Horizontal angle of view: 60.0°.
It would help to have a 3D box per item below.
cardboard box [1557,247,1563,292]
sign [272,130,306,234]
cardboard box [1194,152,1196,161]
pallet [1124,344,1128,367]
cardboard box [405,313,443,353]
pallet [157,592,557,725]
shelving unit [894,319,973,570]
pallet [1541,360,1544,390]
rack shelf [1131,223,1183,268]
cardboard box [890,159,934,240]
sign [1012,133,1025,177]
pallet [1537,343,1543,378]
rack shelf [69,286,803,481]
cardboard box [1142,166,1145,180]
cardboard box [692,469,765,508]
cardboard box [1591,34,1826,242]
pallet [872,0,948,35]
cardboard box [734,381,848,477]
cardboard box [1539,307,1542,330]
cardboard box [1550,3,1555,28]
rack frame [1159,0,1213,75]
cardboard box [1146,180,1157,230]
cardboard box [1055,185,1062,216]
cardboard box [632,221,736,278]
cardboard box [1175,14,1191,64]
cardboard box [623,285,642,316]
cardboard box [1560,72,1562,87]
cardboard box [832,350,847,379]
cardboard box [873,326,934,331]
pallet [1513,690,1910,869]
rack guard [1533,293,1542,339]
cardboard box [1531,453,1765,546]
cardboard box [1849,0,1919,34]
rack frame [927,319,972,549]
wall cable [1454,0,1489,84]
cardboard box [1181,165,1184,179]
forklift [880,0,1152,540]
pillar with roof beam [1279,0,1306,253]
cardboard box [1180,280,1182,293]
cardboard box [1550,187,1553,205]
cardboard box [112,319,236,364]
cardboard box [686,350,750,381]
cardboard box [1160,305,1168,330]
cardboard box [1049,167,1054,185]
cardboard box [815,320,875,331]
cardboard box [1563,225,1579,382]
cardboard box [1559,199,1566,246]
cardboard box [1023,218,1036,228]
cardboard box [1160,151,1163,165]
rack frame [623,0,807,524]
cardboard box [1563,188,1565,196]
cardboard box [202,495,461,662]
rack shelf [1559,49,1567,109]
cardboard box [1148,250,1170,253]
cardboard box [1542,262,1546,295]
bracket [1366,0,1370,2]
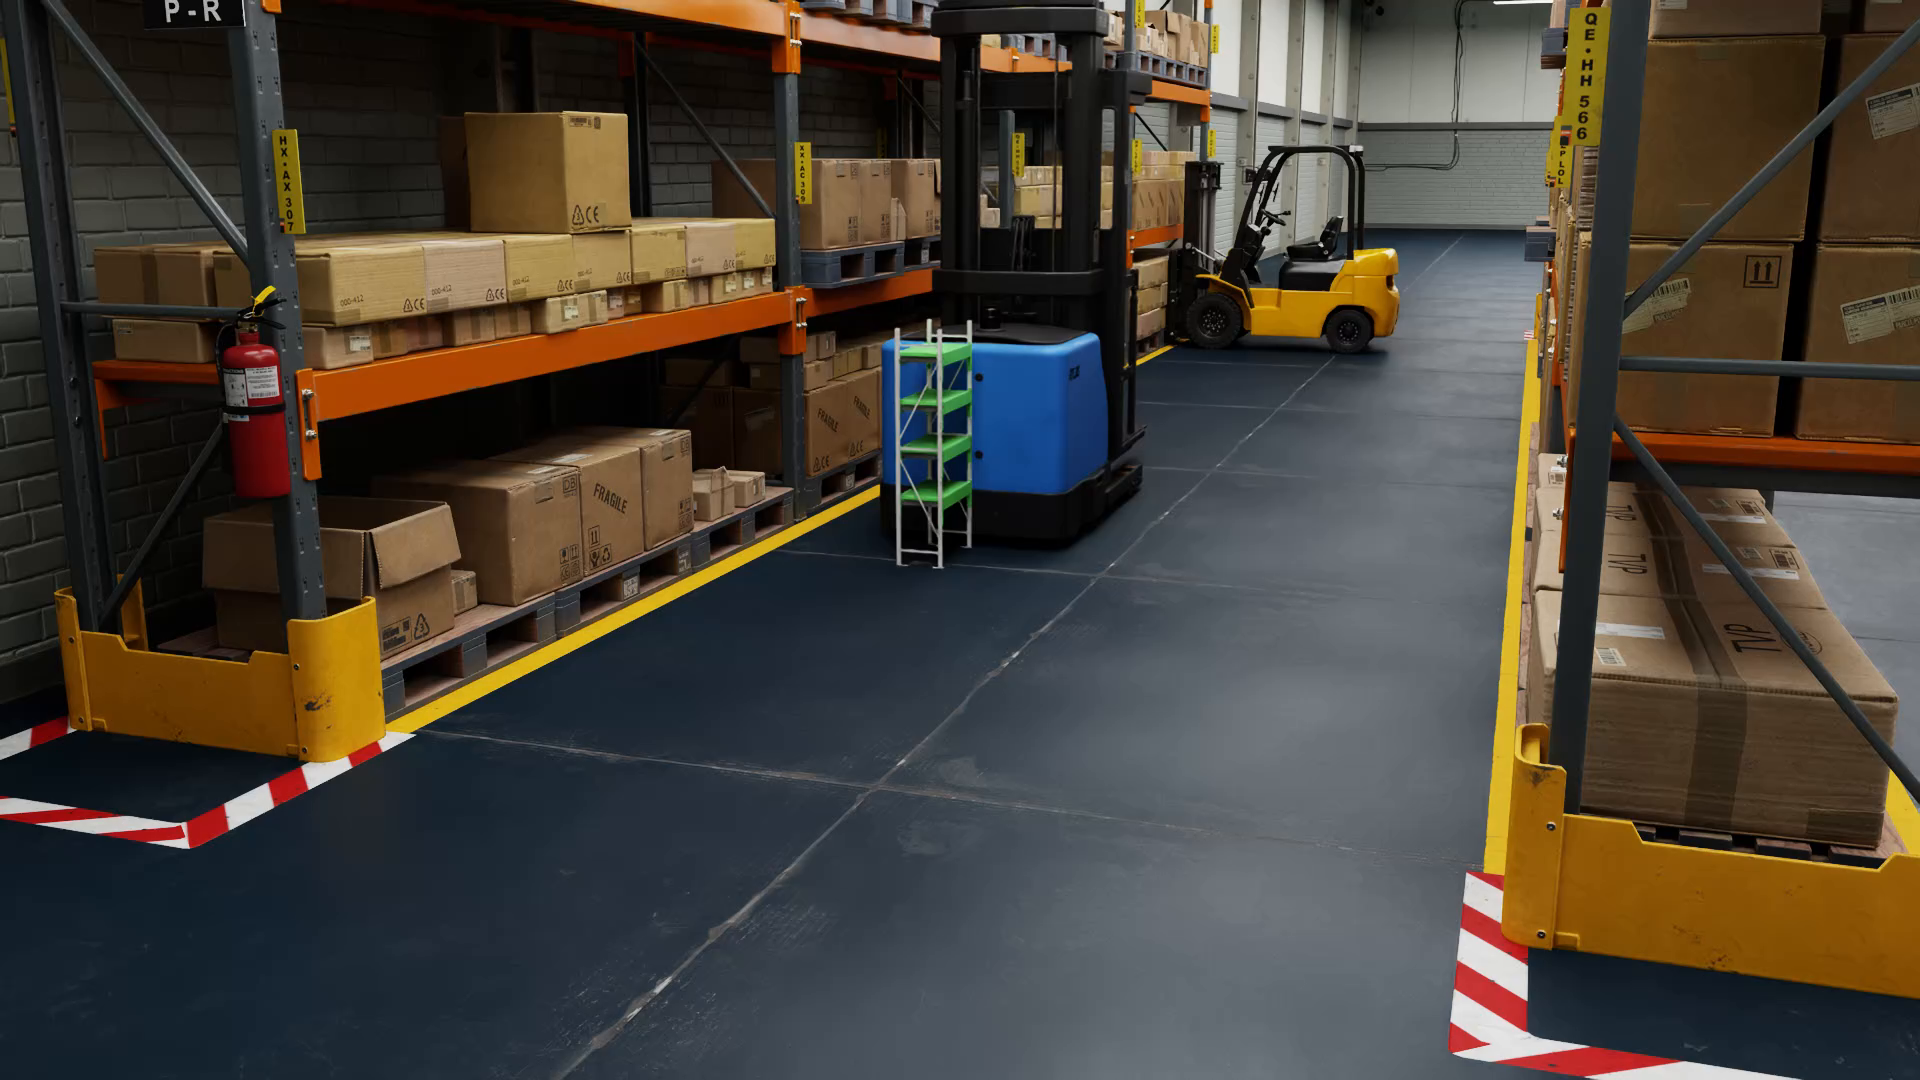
[{"bbox_3d":[3.402,-1.394,8.691,0.500,0.250,0.500,4,14,18],"label":"cardboard box"},{"bbox_3d":[-2.149,-1.145,5.316,0.100,0.325,0.005,4,14,18],"label":"sign"},{"bbox_3d":[2.598,-4.550,19.830,0.380,0.149,0.250,4,14,19],"label":"cardboard box"},{"bbox_3d":[1.019,-1.771,16.272,1.003,0.211,1.213,4,14,18],"label":"pallet"},{"bbox_3d":[-2.206,-0.803,6.331,0.380,0.149,0.250,4,14,18],"label":"cardboard box"},{"bbox_3d":[-2.381,0.414,6.700,1.003,0.211,1.213,4,14,18],"label":"pallet"},{"bbox_3d":[-0.129,-0.498,8.472,0.258,1.200,0.503,4,13,17],"label":"shelving unit"},{"bbox_3d":[5.667,-1.408,14.683,1.003,0.211,1.213,4,14,18],"label":"pallet"},{"bbox_3d":[1.867,-3.359,18.578,1.077,0.370,4.000,4,14,18],"label":"rack shelf"},{"bbox_3d":[-0.579,-2.217,10.793,0.700,0.500,0.500,4,14,18],"label":"cardboard box"},{"bbox_3d":[0.442,-2.935,12.681,0.100,0.325,0.005,4,14,18],"label":"sign"},{"bbox_3d":[6.102,-1.716,16.032,1.003,0.211,1.213,4,14,18],"label":"pallet"},{"bbox_3d":[-2.016,-0.832,7.509,1.077,0.370,4.000,4,14,18],"label":"rack shelf"},{"bbox_3d":[1.712,-3.813,17.270,0.380,0.149,0.250,4,14,18],"label":"cardboard box"},{"bbox_3d":[-1.271,-0.280,8.937,0.380,0.149,0.250,4,13,17],"label":"cardboard box"},{"bbox_3d":[1.966,-1.060,4.419,0.500,0.500,0.500,5,14,20],"label":"cardboard box"},{"bbox_3d":[-0.758,-3.325,10.498,1.213,0.211,1.003,4,14,18],"label":"pallet"},{"bbox_3d":[-0.999,-0.675,9.880,0.500,0.500,0.500,5,14,21],"label":"cardboard box"},{"bbox_3d":[6.517,-2.381,17.915,0.500,0.250,0.500,5,14,20],"label":"cardboard box"},{"bbox_3d":[5.186,-4.325,13.847,0.500,0.250,0.500,4,14,18],"label":"cardboard box"},{"bbox_3d":[2.514,-7.055,19.676,1.000,3.000,0.127,4,14,18],"label":"rack frame"},{"bbox_3d":[1.763,-3.522,17.455,0.500,0.500,0.500,5,14,19],"label":"cardboard box"},{"bbox_3d":[0.650,-2.907,14.195,0.500,0.250,0.500,4,13,17],"label":"cardboard box"},{"bbox_3d":[-1.450,-1.444,8.244,0.500,0.250,0.500,4,14,19],"label":"cardboard box"},{"bbox_3d":[2.176,-5.576,18.542,0.700,0.500,0.500,4,14,19],"label":"cardboard box"},{"bbox_3d":[-1.713,-1.128,7.753,0.380,0.149,0.250,5,14,19],"label":"cardboard box"},{"bbox_3d":[6.798,-5.067,18.272,0.380,0.149,0.250,4,14,18],"label":"cardboard box"},{"bbox_3d":[-0.912,-1.081,10.200,0.380,0.149,0.250,4,13,15],"label":"cardboard box"},{"bbox_3d":[-0.389,-1.409,11.637,0.380,0.149,0.250,4,13,18],"label":"cardboard box"},{"bbox_3d":[2.220,0.781,5.094,1.003,0.211,1.213,4,14,18],"label":"pallet"},{"bbox_3d":[7.188,-2.539,18.989,1.175,0.500,0.348,4,14,18],"label":"rack guard"},{"bbox_3d":[3.025,-0.078,7.404,0.875,0.438,0.875,4,13,18],"label":"cardboard box"},{"bbox_3d":[2.412,-1.312,4.067,0.380,0.149,0.250,5,14,20],"label":"cardboard box"},{"bbox_3d":[-0.055,-0.549,8.698,0.240,1.200,0.015,4,13,17],"label":"rack frame"},{"bbox_3d":[15.907,-14.569,48.223,3.097,2.526,0.112,4,14,18],"label":"wall cable"},{"bbox_3d":[2.338,-4.185,18.900,0.380,0.149,0.250,4,13,17],"label":"cardboard box"},{"bbox_3d":[0.501,-1.711,9.898,1.130,2.935,3.031,4,13,17],"label":"forklift"},{"bbox_3d":[11.334,-10.453,34.565,9.100,9.000,0.400,4,14,18],"label":"pillar with roof beam"},{"bbox_3d":[2.333,-2.898,19.057,0.500,0.250,0.500,4,13,17],"label":"cardboard box"},{"bbox_3d":[4.827,-2.820,12.764,0.500,0.500,0.500,3,13,15],"label":"cardboard box"},{"bbox_3d":[-2.809,-0.728,6.002,0.380,0.149,0.250,4,14,18],"label":"cardboard box"},{"bbox_3d":[-1.442,-1.060,10.108,0.380,0.149,0.250,4,14,18],"label":"cardboard box"},{"bbox_3d":[1.991,-2.448,18.207,0.500,0.250,0.500,5,14,19],"label":"cardboard box"},{"bbox_3d":[0.577,-3.080,14.059,0.380,0.149,0.250,5,14,19],"label":"cardboard box"},{"bbox_3d":[-0.830,-1.498,12.027,0.380,0.149,0.250,4,13,16],"label":"cardboard box"},{"bbox_3d":[2.275,-0.788,5.474,0.500,0.500,0.500,5,14,20],"label":"cardboard box"},{"bbox_3d":[3.559,-1.743,9.099,0.500,0.250,0.500,5,14,20],"label":"cardboard box"},{"bbox_3d":[0.301,-2.449,13.312,0.500,0.250,0.500,4,14,19],"label":"cardboard box"},{"bbox_3d":[2.010,-4.175,18.186,0.380,0.149,0.250,4,14,19],"label":"cardboard box"},{"bbox_3d":[-1.368,-1.604,9.274,1.000,3.000,0.127,4,14,18],"label":"rack frame"},{"bbox_3d":[3.733,-2.220,9.504,0.500,0.500,0.500,5,14,19],"label":"cardboard box"},{"bbox_3d":[-2.375,0.129,6.349,0.797,0.503,0.637,4,13,16],"label":"cardboard box"},{"bbox_3d":[5.271,-3.622,12.992,1.077,0.370,4.000,4,14,18],"label":"rack shelf"},{"bbox_3d":[2.501,-3.255,19.495,0.500,0.250,0.500,5,14,19],"label":"cardboard box"},{"bbox_3d":[6.517,-2.738,17.794,0.500,0.500,0.500,4,13,16],"label":"cardboard box"},{"bbox_3d":[10.511,-14.389,43.720,0.076,0.066,4.783,4,14,18],"label":"bracket"}]
